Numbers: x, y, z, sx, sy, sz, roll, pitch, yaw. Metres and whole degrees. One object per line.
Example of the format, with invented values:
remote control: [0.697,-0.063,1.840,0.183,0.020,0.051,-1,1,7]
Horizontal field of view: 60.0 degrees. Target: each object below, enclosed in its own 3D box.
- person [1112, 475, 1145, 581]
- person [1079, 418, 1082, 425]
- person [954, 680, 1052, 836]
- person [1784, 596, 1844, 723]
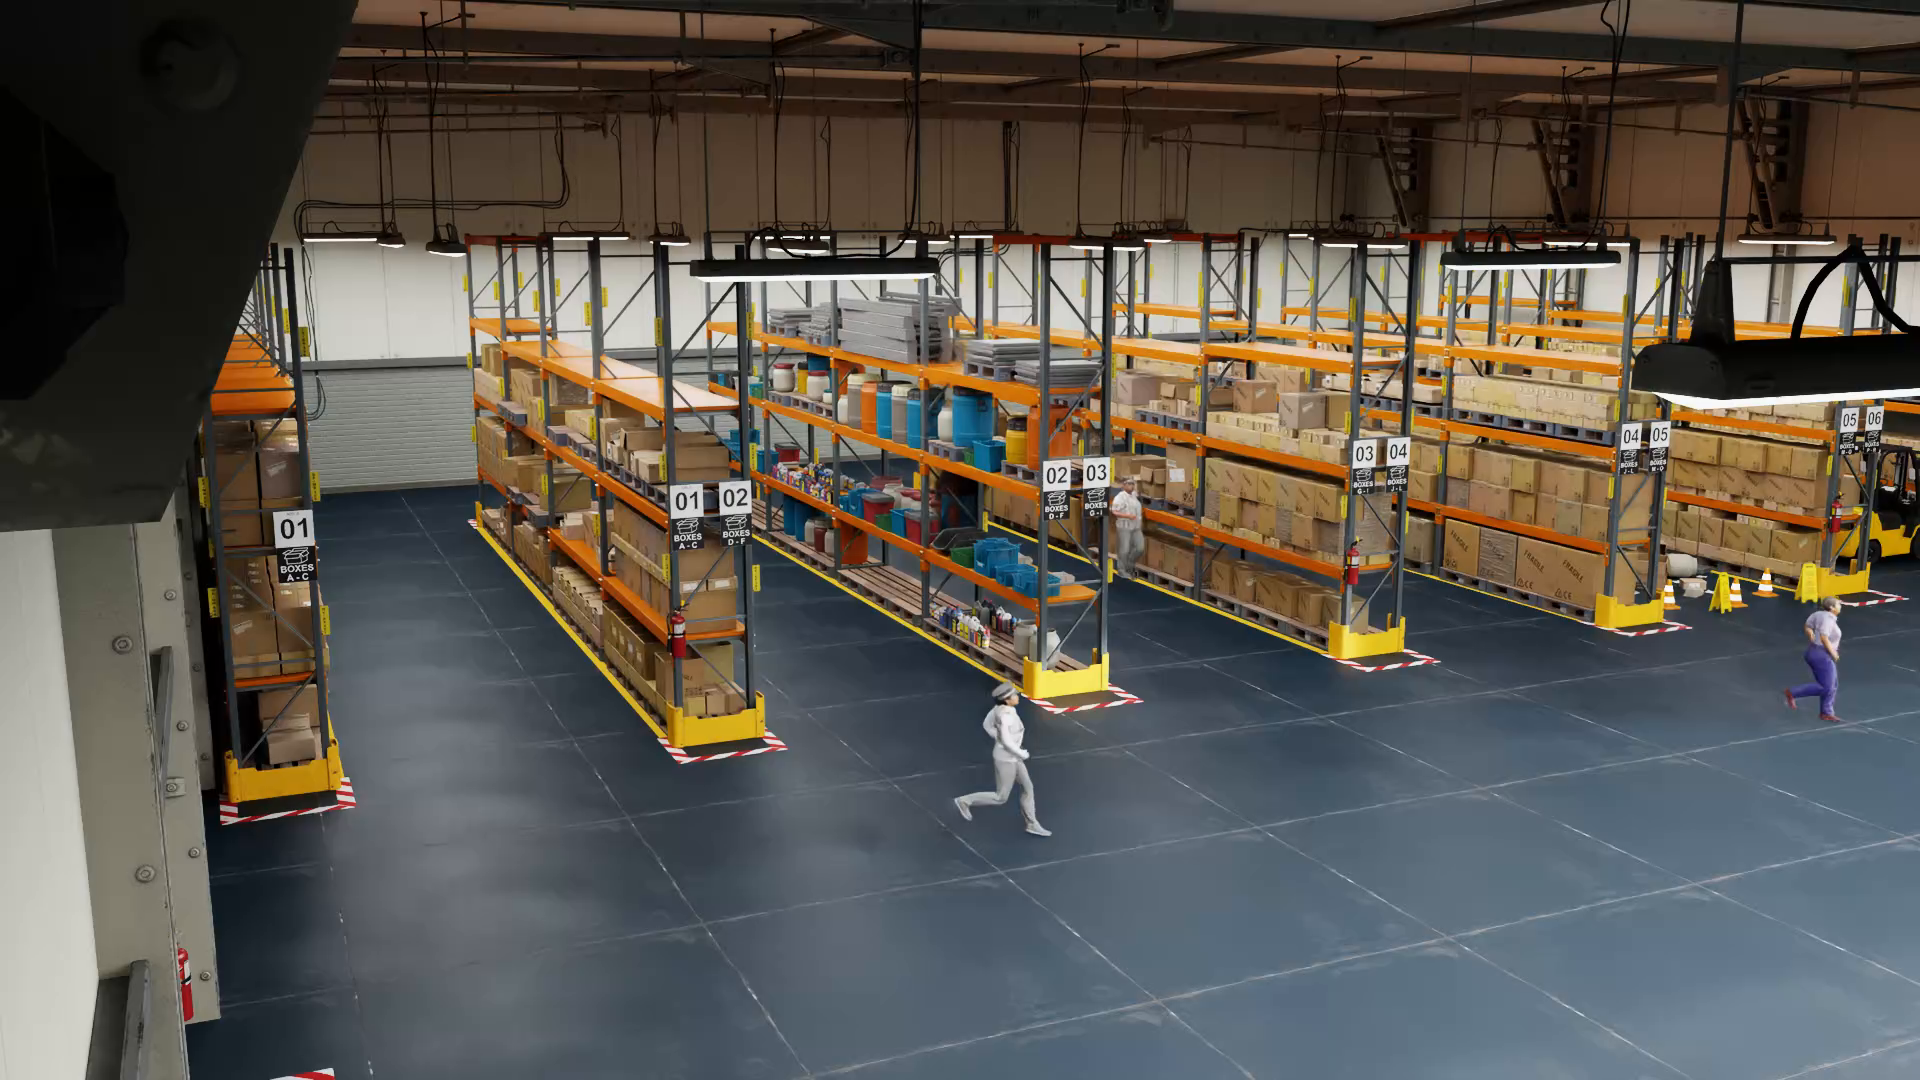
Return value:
person: [2.903,-0.184,28.090,0.648,1.829,0.613,-7,13,-31]
person: [2.828,-2.043,39.046,0.683,1.790,0.932,-1,11,-7]
person: [0.448,2.275,17.139,1.018,1.689,0.593,0,11,-1]
person: [10.924,1.516,21.199,0.757,1.618,0.630,2,11,11]
